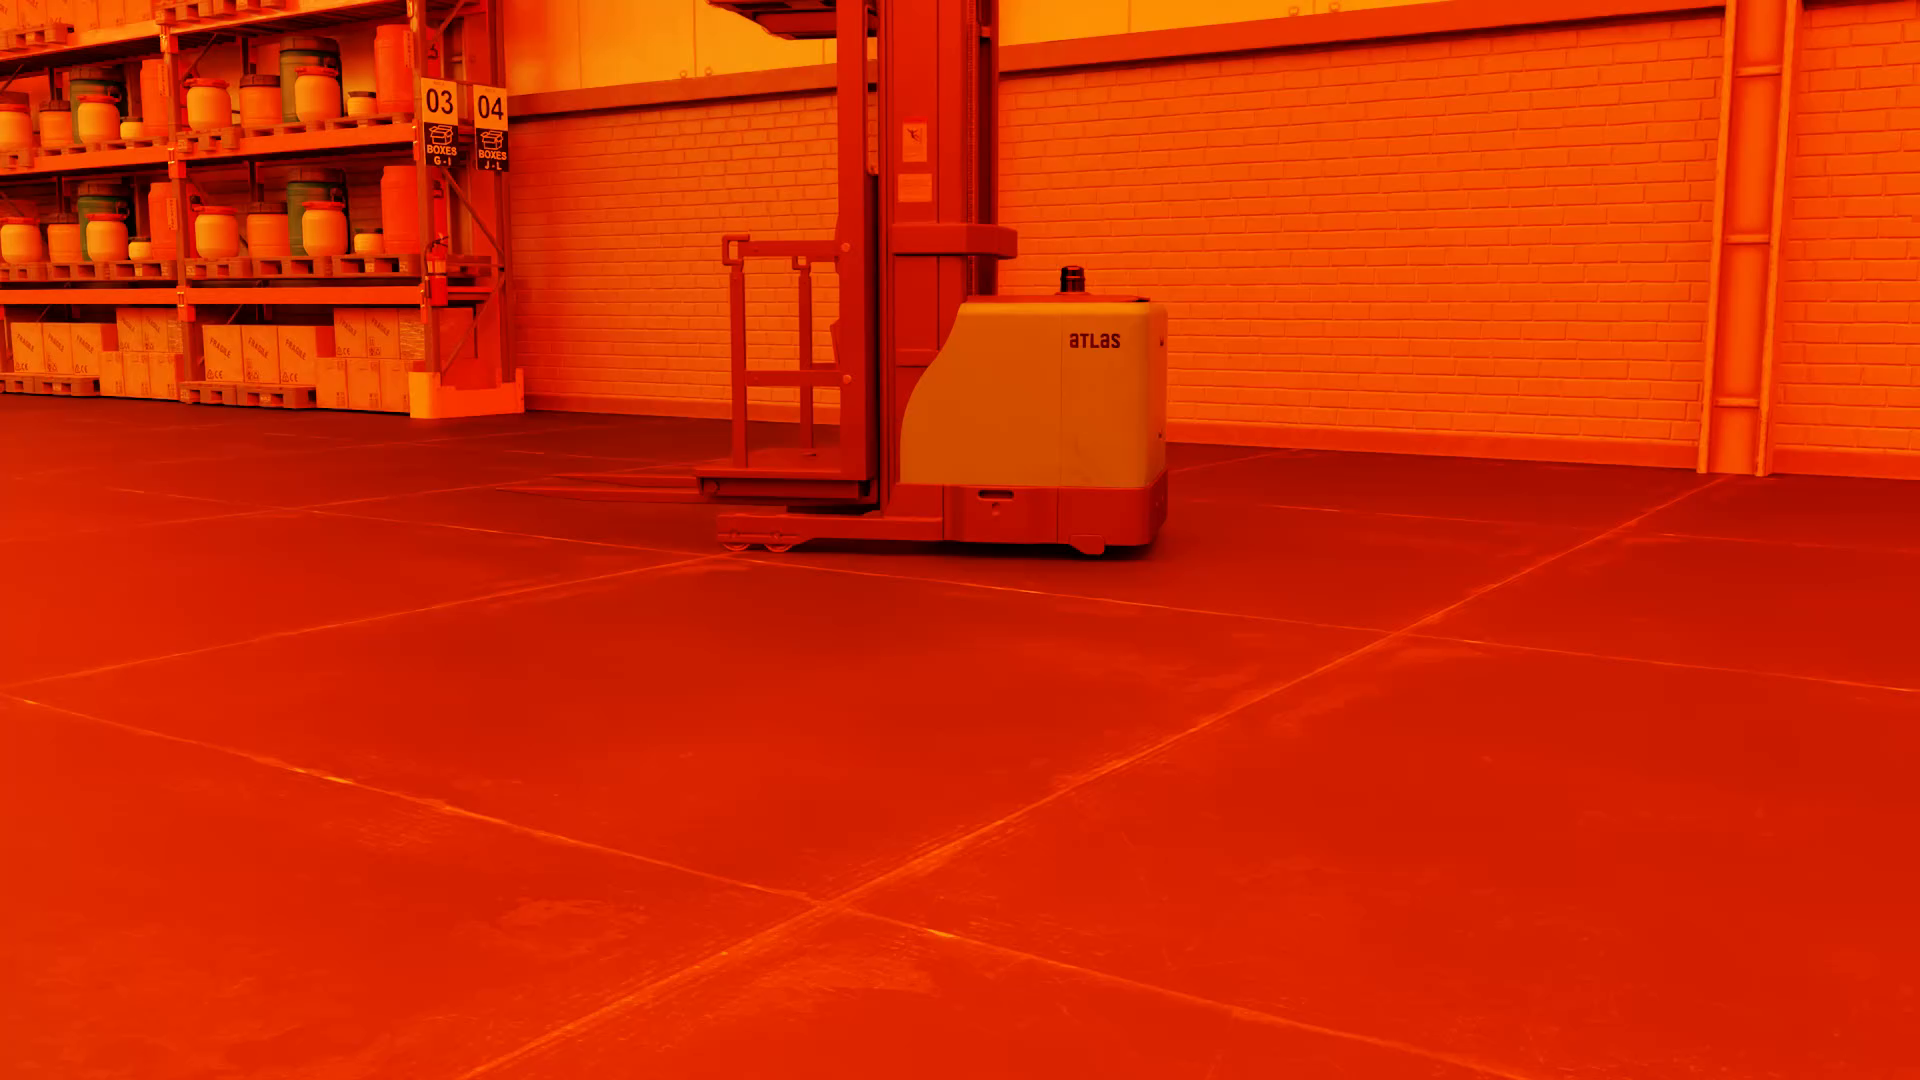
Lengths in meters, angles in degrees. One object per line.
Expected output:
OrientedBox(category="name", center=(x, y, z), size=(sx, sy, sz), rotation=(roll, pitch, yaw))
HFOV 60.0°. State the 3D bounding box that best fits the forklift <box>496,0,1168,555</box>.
OrientedBox(category="forklift", center=(-0.596, -1.469, 7.520), size=(3.031, 2.935, 1.130), rotation=(2, 8, 12))
